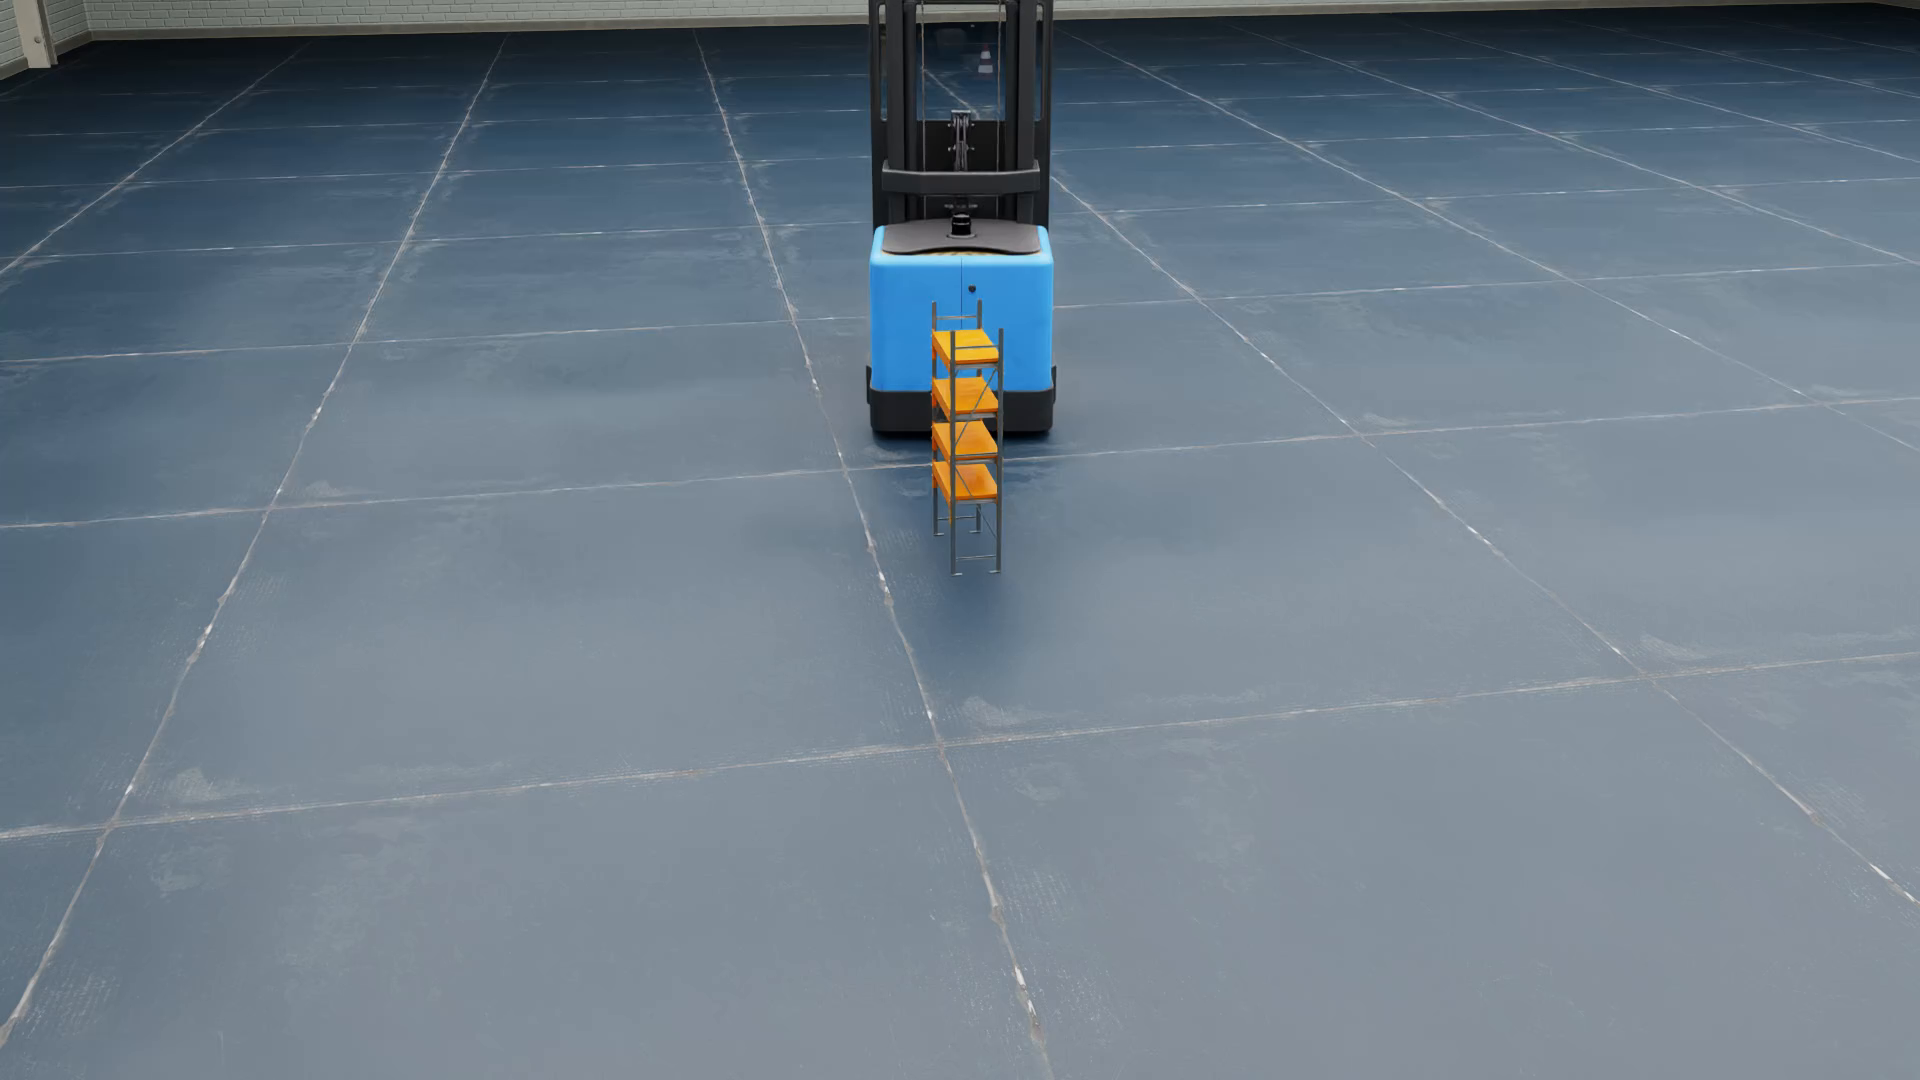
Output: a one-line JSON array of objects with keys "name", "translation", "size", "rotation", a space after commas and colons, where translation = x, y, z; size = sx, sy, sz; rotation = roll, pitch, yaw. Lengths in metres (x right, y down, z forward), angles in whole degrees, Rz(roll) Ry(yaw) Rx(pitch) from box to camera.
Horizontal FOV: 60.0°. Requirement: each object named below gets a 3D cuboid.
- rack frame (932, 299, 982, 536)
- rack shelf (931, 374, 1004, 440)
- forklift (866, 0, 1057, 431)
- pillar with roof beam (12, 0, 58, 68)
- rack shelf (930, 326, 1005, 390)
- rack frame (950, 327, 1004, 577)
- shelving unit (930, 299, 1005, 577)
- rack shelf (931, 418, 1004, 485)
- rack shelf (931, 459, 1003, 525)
[{"name": "rack frame", "translation": [-0.015, -0.581, 8.081], "size": [0.240, 1.200, 0.015], "rotation": [-4, 24, -10]}, {"name": "rack shelf", "translation": [0.031, -0.628, 7.798], "size": [0.258, 0.148, 0.480], "rotation": [-4, 24, -10]}, {"name": "forklift", "translation": [0.004, -2.503, 10.318], "size": [1.130, 2.935, 3.031], "rotation": [0, 24, 0]}, {"name": "pillar with roof beam", "translation": [-8.881, -11.216, 22.687], "size": [9.100, 9.000, 0.400], "rotation": [-4, 24, -10]}, {"name": "rack shelf", "translation": [0.031, -0.845, 7.703], "size": [0.258, 0.148, 0.480], "rotation": [-4, 24, -10]}, {"name": "rack frame", "translation": [0.076, -0.389, 7.641], "size": [0.240, 1.200, 0.015], "rotation": [-4, 24, -10]}, {"name": "shelving unit", "translation": [0.031, -0.485, 7.861], "size": [0.258, 1.200, 0.503], "rotation": [-4, 24, -10]}, {"name": "rack shelf", "translation": [0.031, -0.423, 7.888], "size": [0.258, 0.148, 0.480], "rotation": [-4, 24, -10]}, {"name": "rack shelf", "translation": [0.031, -0.241, 7.967], "size": [0.258, 0.148, 0.480], "rotation": [-4, 24, -10]}]
